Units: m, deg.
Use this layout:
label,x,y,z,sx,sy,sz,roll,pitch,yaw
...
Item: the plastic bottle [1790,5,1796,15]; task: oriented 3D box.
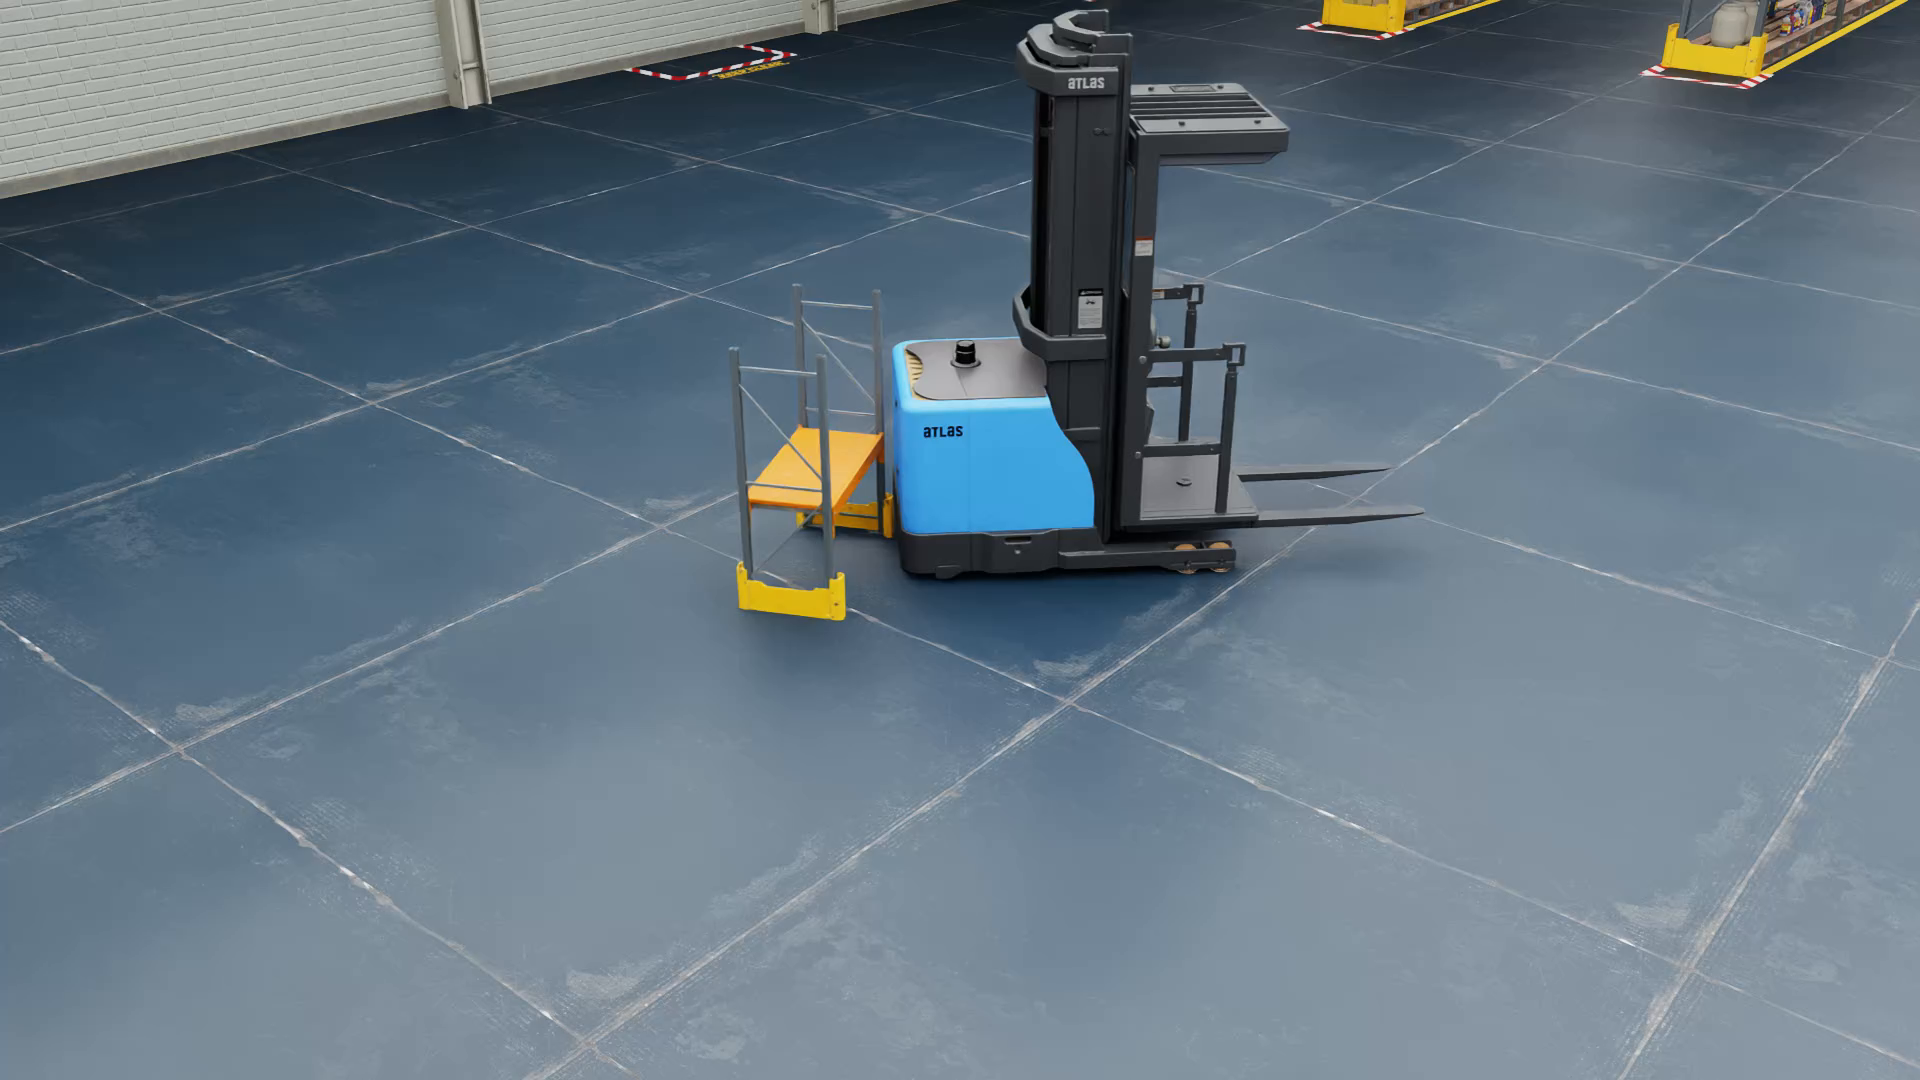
label,x,y,z,sx,sy,sz,roll,pitch,yaw
plastic bottle,11.524,-7.255,22.986,0.061,0.283,0.133,21,34,34

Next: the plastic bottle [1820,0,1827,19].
label,x,y,z,sx,sy,sz,roll,pitch,yaw
plastic bottle,12.176,-7.508,23.477,0.061,0.283,0.133,23,35,37

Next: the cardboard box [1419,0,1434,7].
label,x,y,z,sx,sy,sz,roll,pitch,yaw
cardboard box,6.692,-8.086,24.651,0.500,0.250,0.500,21,34,34

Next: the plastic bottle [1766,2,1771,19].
label,x,y,z,sx,sy,sz,roll,pitch,yaw
plastic bottle,11.395,-7.518,23.509,0.097,0.271,0.097,0,27,0

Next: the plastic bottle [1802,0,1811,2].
label,x,y,z,sx,sy,sz,roll,pitch,yaw
plastic bottle,11.929,-7.535,23.455,0.144,0.351,0.185,21,34,34

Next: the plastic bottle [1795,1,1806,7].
label,x,y,z,sx,sy,sz,roll,pitch,yaw
plastic bottle,11.788,-7.426,23.325,0.152,0.276,0.135,21,34,34

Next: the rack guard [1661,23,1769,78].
label,x,y,z,sx,sy,sz,roll,pitch,yaw
rack guard,9.695,-6.299,21.381,1.175,0.500,0.348,21,34,34

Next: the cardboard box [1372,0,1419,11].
label,x,y,z,sx,sy,sz,roll,pitch,yaw
cardboard box,6.376,-7.908,24.306,0.500,0.250,0.500,21,34,34

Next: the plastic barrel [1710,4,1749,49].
label,x,y,z,sx,sy,sz,roll,pitch,yaw
plastic barrel,10.043,-6.705,21.698,0.421,0.512,0.421,0,27,0

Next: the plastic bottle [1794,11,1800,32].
label,x,y,z,sx,sy,sz,roll,pitch,yaw
plastic bottle,11.359,-7.060,22.624,0.097,0.271,0.097,0,27,0

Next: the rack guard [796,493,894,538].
label,x,y,z,sx,sy,sz,roll,pitch,yaw
rack guard,-0.681,-0.170,9.807,0.587,0.250,0.087,6,28,12

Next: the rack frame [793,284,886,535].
label,x,y,z,sx,sy,sz,roll,pitch,yaw
rack frame,-0.681,-0.726,9.521,0.500,1.500,0.032,6,28,12

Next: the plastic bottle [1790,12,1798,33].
label,x,y,z,sx,sy,sz,roll,pitch,yaw
plastic bottle,11.295,-7.025,22.556,0.097,0.271,0.097,0,27,0

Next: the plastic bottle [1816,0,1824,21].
label,x,y,z,sx,sy,sz,roll,pitch,yaw
plastic bottle,12.040,-7.493,23.373,0.144,0.351,0.185,20,33,33

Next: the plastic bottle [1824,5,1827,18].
label,x,y,z,sx,sy,sz,roll,pitch,yaw
plastic bottle,12.237,-7.519,23.587,0.097,0.201,0.097,0,27,0

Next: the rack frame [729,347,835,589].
label,x,y,z,sx,sy,sz,roll,pitch,yaw
rack frame,-0.912,-0.271,8.641,0.500,1.500,0.032,6,28,12

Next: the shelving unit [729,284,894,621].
label,x,y,z,sx,sy,sz,roll,pitch,yaw
shelving unit,-0.795,-0.502,9.089,0.587,1.500,1.083,6,28,12

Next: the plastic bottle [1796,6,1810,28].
label,x,y,z,sx,sy,sz,roll,pitch,yaw
plastic bottle,11.607,-7.220,22.928,0.152,0.276,0.135,21,34,35

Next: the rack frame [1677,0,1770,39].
label,x,y,z,sx,sy,sz,roll,pitch,yaw
rack frame,9.683,-7.368,20.728,1.000,3.000,0.127,21,34,34

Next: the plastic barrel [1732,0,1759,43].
label,x,y,z,sx,sy,sz,roll,pitch,yaw
plastic barrel,10.362,-6.883,22.041,0.421,0.512,0.421,0,27,0

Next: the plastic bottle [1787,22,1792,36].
label,x,y,z,sx,sy,sz,roll,pitch,yaw
plastic bottle,11.143,-6.909,22.408,0.097,0.201,0.097,0,27,0

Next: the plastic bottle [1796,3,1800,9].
label,x,y,z,sx,sy,sz,roll,pitch,yaw
plastic bottle,11.617,-7.301,23.076,0.061,0.283,0.133,21,34,34

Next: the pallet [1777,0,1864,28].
label,x,y,z,sx,sy,sz,roll,pitch,yaw
pallet,12.697,-7.838,24.671,1.003,0.211,1.213,21,34,34

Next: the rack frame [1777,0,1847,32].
label,x,y,z,sx,sy,sz,roll,pitch,yaw
rack frame,12.228,-8.786,23.470,1.000,3.000,0.127,21,34,34

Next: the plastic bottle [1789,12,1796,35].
label,x,y,z,sx,sy,sz,roll,pitch,yaw
plastic bottle,11.235,-6.984,22.463,0.061,0.283,0.133,21,34,35

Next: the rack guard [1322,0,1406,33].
label,x,y,z,sx,sy,sz,roll,pitch,yaw
rack guard,5.848,-7.698,24.087,1.175,0.500,0.348,21,34,34

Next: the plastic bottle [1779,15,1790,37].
label,x,y,z,sx,sy,sz,roll,pitch,yaw
plastic bottle,11.077,-6.904,22.321,0.097,0.271,0.097,0,27,0

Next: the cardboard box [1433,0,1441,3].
label,x,y,z,sx,sy,sz,roll,pitch,yaw
cardboard box,7.010,-8.263,24.994,0.500,0.250,0.500,21,34,34

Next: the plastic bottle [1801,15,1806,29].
label,x,y,z,sx,sy,sz,roll,pitch,yaw
plastic bottle,11.553,-7.137,22.849,0.097,0.201,0.097,0,27,0

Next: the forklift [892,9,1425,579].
label,x,y,z,sx,sy,sz,roll,pitch,yaw
forklift,1.142,-1.351,9.172,3.031,2.935,1.130,-2,27,-5

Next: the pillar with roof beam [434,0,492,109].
label,x,y,z,sx,sy,sz,roll,pitch,yaw
pillar with roof beam,-2.494,-7.916,15.259,9.100,9.000,0.400,21,34,34

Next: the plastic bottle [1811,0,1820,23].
label,x,y,z,sx,sy,sz,roll,pitch,yaw
plastic bottle,11.918,-7.425,23.242,0.144,0.351,0.185,19,33,32

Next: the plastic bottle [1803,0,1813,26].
label,x,y,z,sx,sy,sz,roll,pitch,yaw
plastic bottle,11.713,-7.310,23.020,0.144,0.351,0.185,21,34,34

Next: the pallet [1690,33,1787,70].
label,x,y,z,sx,sy,sz,roll,pitch,yaw
pallet,10.216,-6.457,22.001,1.003,0.211,1.213,21,34,34

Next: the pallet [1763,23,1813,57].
label,x,y,z,sx,sy,sz,roll,pitch,yaw
pallet,10.993,-6.887,22.834,1.003,0.211,1.213,21,34,34

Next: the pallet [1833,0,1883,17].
label,x,y,z,sx,sy,sz,roll,pitch,yaw
pallet,13.473,-8.272,25.510,1.003,0.211,1.213,21,34,34

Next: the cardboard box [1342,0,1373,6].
label,x,y,z,sx,sy,sz,roll,pitch,yaw
cardboard box,5.977,-8.059,24.599,0.500,0.250,0.500,21,34,34

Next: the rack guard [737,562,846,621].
label,x,y,z,sx,sy,sz,roll,pitch,yaw
rack guard,-0.908,0.276,8.945,0.587,0.250,0.087,6,28,12

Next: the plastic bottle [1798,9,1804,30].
label,x,y,z,sx,sy,sz,roll,pitch,yaw
plastic bottle,11.488,-7.132,22.763,0.097,0.271,0.097,0,27,0

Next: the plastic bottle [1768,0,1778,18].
label,x,y,z,sx,sy,sz,roll,pitch,yaw
plastic bottle,11.505,-7.598,23.577,0.144,0.351,0.185,21,34,34

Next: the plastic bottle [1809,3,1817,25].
label,x,y,z,sx,sy,sz,roll,pitch,yaw
plastic bottle,11.847,-7.325,23.122,0.061,0.283,0.133,23,35,38

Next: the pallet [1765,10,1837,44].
label,x,y,z,sx,sy,sz,roll,pitch,yaw
pallet,11.768,-7.322,23.674,1.003,0.211,1.213,21,34,34

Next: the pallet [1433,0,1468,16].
label,x,y,z,sx,sy,sz,roll,pitch,yaw
pallet,7.094,-8.293,25.550,1.003,0.211,1.213,21,34,34

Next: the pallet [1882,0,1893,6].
label,x,y,z,sx,sy,sz,roll,pitch,yaw
pallet,14.249,-8.703,26.343,1.003,0.211,1.213,21,34,34

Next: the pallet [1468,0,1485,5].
label,x,y,z,sx,sy,sz,roll,pitch,yaw
pallet,7.870,-8.727,26.390,1.003,0.211,1.213,21,34,34

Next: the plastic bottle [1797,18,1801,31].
label,x,y,z,sx,sy,sz,roll,pitch,yaw
plastic bottle,11.422,-7.065,22.708,0.097,0.201,0.097,0,27,0

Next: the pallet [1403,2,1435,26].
label,x,y,z,sx,sy,sz,roll,pitch,yaw
pallet,6.318,-7.862,24.718,1.003,0.211,1.213,21,34,34

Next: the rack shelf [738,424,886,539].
label,x,y,z,sx,sy,sz,roll,pitch,yaw
rack shelf,-0.797,-0.339,9.164,0.538,0.185,1.000,6,28,12

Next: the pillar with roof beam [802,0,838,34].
label,x,y,z,sx,sy,sz,roll,pitch,yaw
pillar with roof beam,1.322,-10.044,19.371,9.100,9.000,0.400,21,34,34
